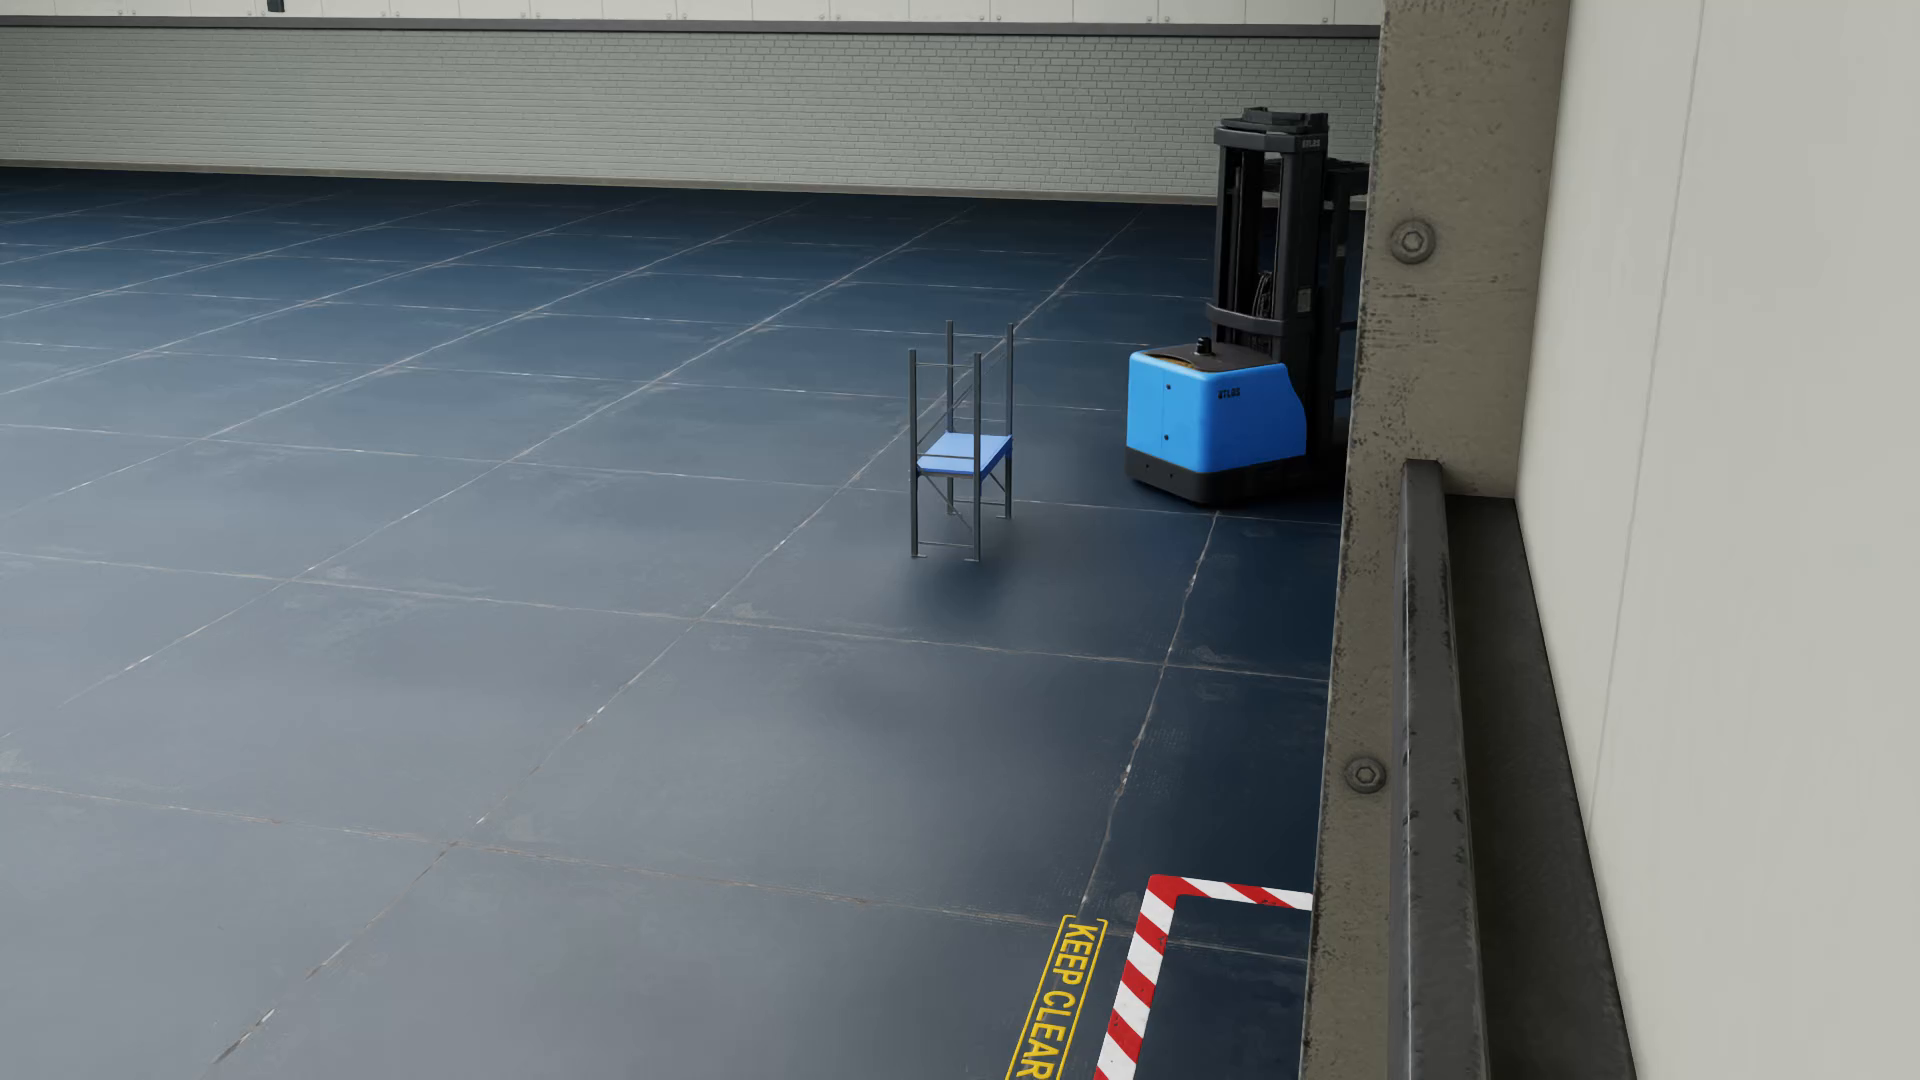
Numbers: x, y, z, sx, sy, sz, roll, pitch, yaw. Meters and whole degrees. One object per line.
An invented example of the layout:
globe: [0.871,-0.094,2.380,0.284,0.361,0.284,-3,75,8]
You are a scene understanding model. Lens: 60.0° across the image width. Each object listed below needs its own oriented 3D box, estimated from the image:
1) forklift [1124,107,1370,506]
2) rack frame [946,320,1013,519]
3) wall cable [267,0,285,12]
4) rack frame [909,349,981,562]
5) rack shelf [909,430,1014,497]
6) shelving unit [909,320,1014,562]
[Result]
forklift: [2.858,-1.990,13.480,3.031,2.935,1.130,-11,22,-30]
rack frame: [0.145,-0.896,12.490,0.500,1.500,0.032,5,19,13]
wall cable: [-12.566,-13.216,31.698,2.305,6.003,0.169,5,19,13]
rack frame: [-0.103,-0.577,11.557,0.500,1.500,0.032,5,19,13]
rack shelf: [0.021,-0.566,12.082,0.538,0.185,1.000,5,19,13]
shelving unit: [0.021,-0.736,12.023,0.538,1.500,1.048,5,19,13]
